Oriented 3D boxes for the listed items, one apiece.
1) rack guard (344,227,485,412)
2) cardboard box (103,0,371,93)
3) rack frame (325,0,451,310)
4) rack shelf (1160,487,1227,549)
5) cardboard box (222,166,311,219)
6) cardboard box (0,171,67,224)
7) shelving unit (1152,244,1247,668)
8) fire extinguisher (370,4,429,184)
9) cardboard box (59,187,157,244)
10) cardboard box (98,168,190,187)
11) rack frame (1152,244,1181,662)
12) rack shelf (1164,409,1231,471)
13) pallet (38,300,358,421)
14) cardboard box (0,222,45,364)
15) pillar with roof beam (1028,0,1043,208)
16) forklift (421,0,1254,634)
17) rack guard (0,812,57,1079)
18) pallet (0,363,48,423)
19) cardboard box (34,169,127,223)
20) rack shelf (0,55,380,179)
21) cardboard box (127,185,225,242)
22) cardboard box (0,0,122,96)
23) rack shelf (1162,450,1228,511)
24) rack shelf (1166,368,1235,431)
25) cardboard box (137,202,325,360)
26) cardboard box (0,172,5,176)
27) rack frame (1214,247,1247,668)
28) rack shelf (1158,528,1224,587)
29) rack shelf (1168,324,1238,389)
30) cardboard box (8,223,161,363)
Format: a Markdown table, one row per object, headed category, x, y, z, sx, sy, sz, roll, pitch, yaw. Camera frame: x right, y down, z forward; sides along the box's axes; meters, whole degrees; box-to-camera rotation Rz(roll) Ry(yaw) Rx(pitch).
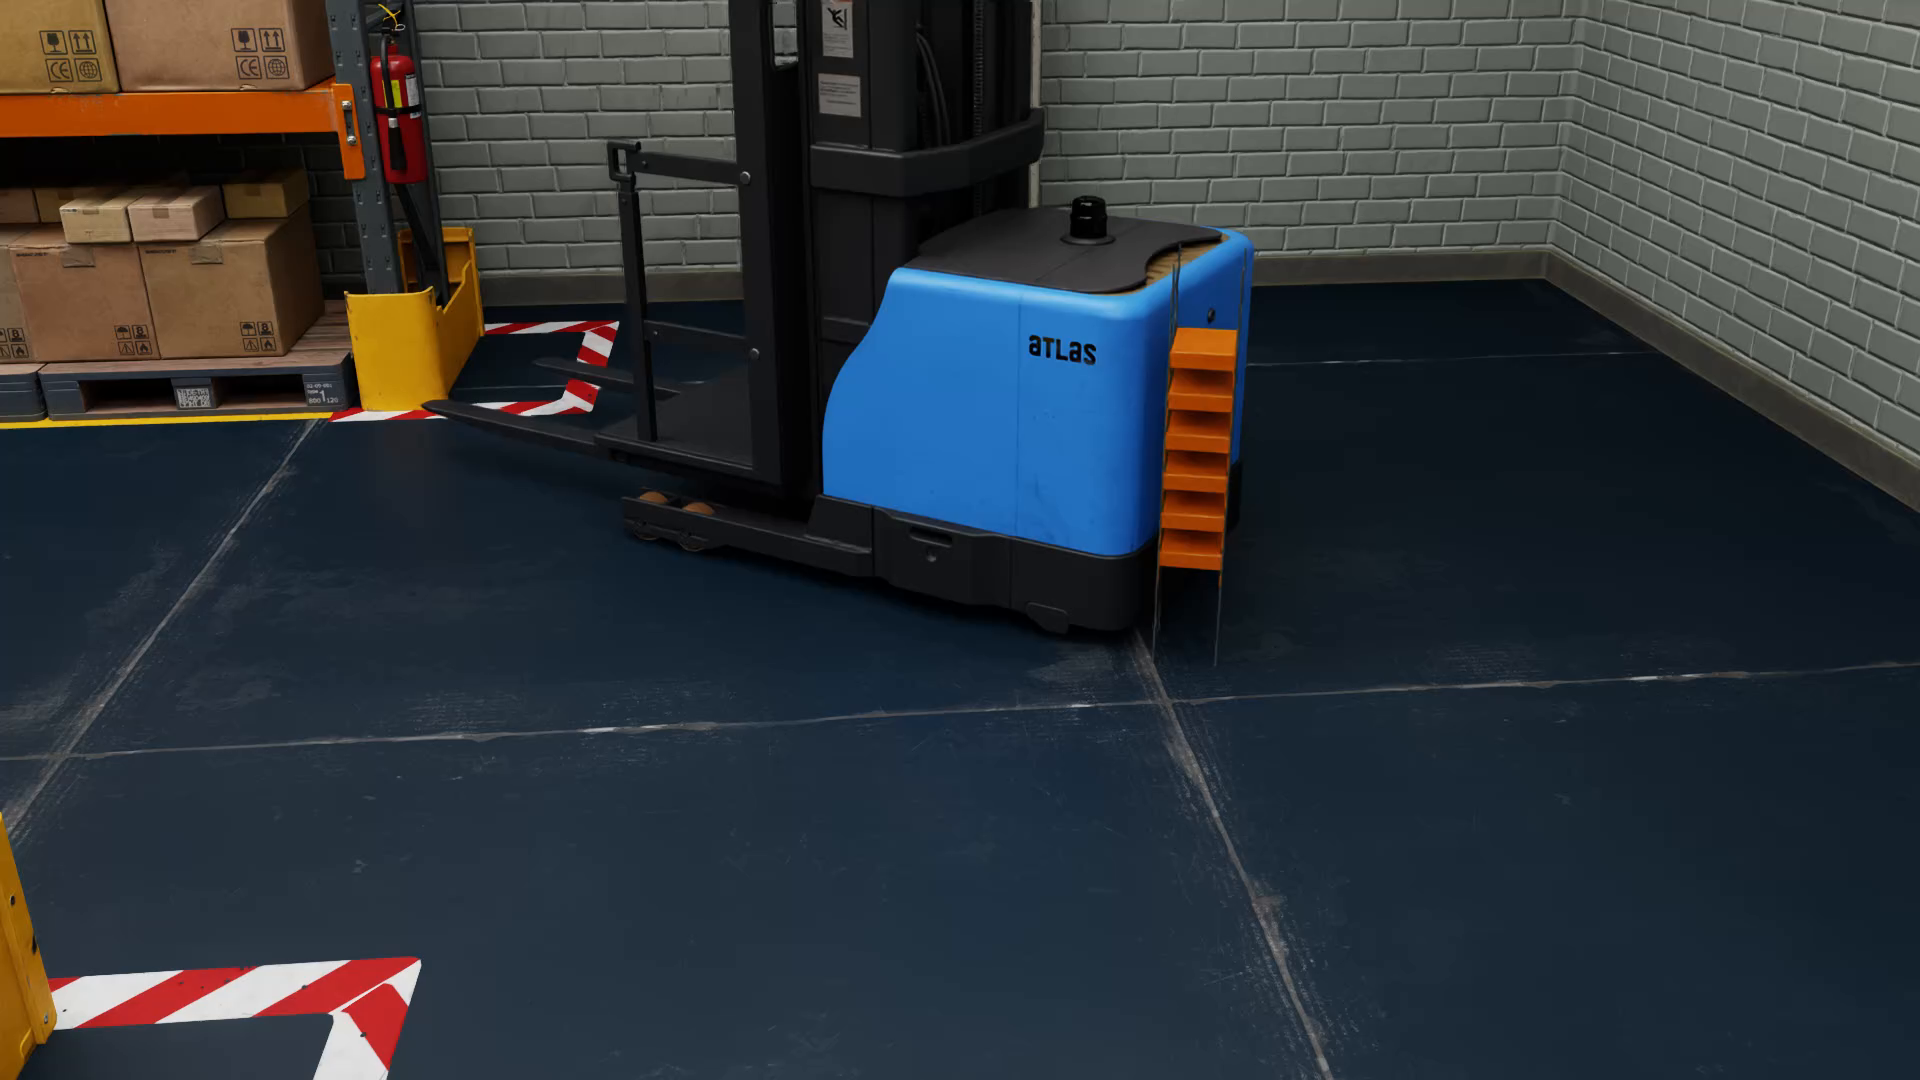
| category | x | y | z | sx | sy | sz | roll | pitch | yaw |
| --- | --- | --- | --- | --- | --- | --- | --- | --- | --- |
| rack guard | -2.400 | -1.005 | 7.397 | 0.348 | 0.500 | 1.175 | -2 | 24 | -5 |
| cardboard box | -2.931 | -2.259 | 6.771 | 0.700 | 0.700 | 0.980 | -1 | 24 | -3 |
| rack frame | -2.424 | -2.147 | 6.887 | 0.127 | 3.000 | 1.000 | -2 | 24 | -5 |
| rack shelf | 0.685 | -0.076 | 4.849 | 0.180 | 0.103 | 0.258 | 4 | 24 | 10 |
| cardboard box | -3.006 | -1.510 | 7.217 | 0.250 | 0.149 | 0.380 | -2 | 24 | -5 |
| cardboard box | -4.012 | -1.469 | 7.125 | 0.250 | 0.149 | 0.380 | -2 | 24 | -4 |
| shelving unit | 0.685 | -0.227 | 4.782 | 0.189 | 1.200 | 0.258 | 4 | 24 | 10 |
| fire extinguisher | -2.229 | -1.760 | 6.572 | 0.183 | 0.674 | 0.296 | -2 | 24 | -5 |
| cardboard box | -3.475 | -1.335 | 6.823 | 0.250 | 0.149 | 0.380 | -2 | 24 | -4 |
| cardboard box | -3.510 | -1.490 | 7.170 | 0.250 | 0.149 | 0.380 | -2 | 24 | -5 |
| rack frame | 0.595 | -0.234 | 4.798 | 0.006 | 1.200 | 0.240 | 4 | 24 | 10 |
| rack shelf | 0.685 | -0.296 | 4.752 | 0.180 | 0.103 | 0.258 | 4 | 24 | 10 |
| pallet | -3.212 | -0.809 | 7.310 | 1.213 | 0.211 | 1.003 | -2 | 24 | -5 |
| cardboard box | -4.109 | -1.088 | 7.065 | 0.500 | 0.500 | 0.700 | -3 | 24 | -7 |
| pillar with roof beam | 0.601 | -3.605 | 2.782 | 0.400 | 9.000 | 9.100 | -2 | 24 | -5 |
| forklift | -0.582 | -1.471 | 5.452 | 3.031 | 2.935 | 1.130 | 13 | 27 | 26 |
| rack guard | -2.009 | 1.001 | 2.883 | 0.348 | 0.500 | 1.175 | -2 | 24 | -5 |
| pallet | -4.424 | -0.762 | 7.203 | 1.213 | 0.211 | 1.003 | -2 | 24 | -5 |
| cardboard box | -3.759 | -1.480 | 7.148 | 0.250 | 0.149 | 0.380 | -2 | 24 | -5 |
| rack shelf | -4.415 | -1.738 | 6.853 | 4.000 | 0.370 | 1.077 | -2 | 24 | -5 |
| cardboard box | -3.221 | -1.346 | 6.846 | 0.250 | 0.149 | 0.380 | -3 | 24 | -6 |
| cardboard box | -3.654 | -2.226 | 6.695 | 0.700 | 0.700 | 0.980 | -2 | 24 | -6 |
| rack shelf | 0.685 | -0.186 | 4.800 | 0.180 | 0.103 | 0.258 | 4 | 24 | 10 |
| rack shelf | 0.685 | -0.405 | 4.703 | 0.180 | 0.103 | 0.258 | 4 | 24 | 10 |
| cardboard box | -3.111 | -1.128 | 7.155 | 0.500 | 0.500 | 0.700 | -2 | 24 | -5 |
| cardboard box | -4.268 | -1.459 | 7.101 | 0.250 | 0.149 | 0.380 | -2 | 24 | -5 |
| rack frame | 0.775 | -0.219 | 4.766 | 0.006 | 1.200 | 0.240 | 4 | 24 | 10 |
| rack shelf | 0.685 | 0.033 | 4.898 | 0.180 | 0.103 | 0.258 | 4 | 24 | 10 |
| rack shelf | 0.685 | -0.515 | 4.654 | 0.180 | 0.103 | 0.258 | 4 | 24 | 10 |
| cardboard box | -3.609 | -1.108 | 7.110 | 0.500 | 0.500 | 0.700 | -2 | 24 | -5 |
